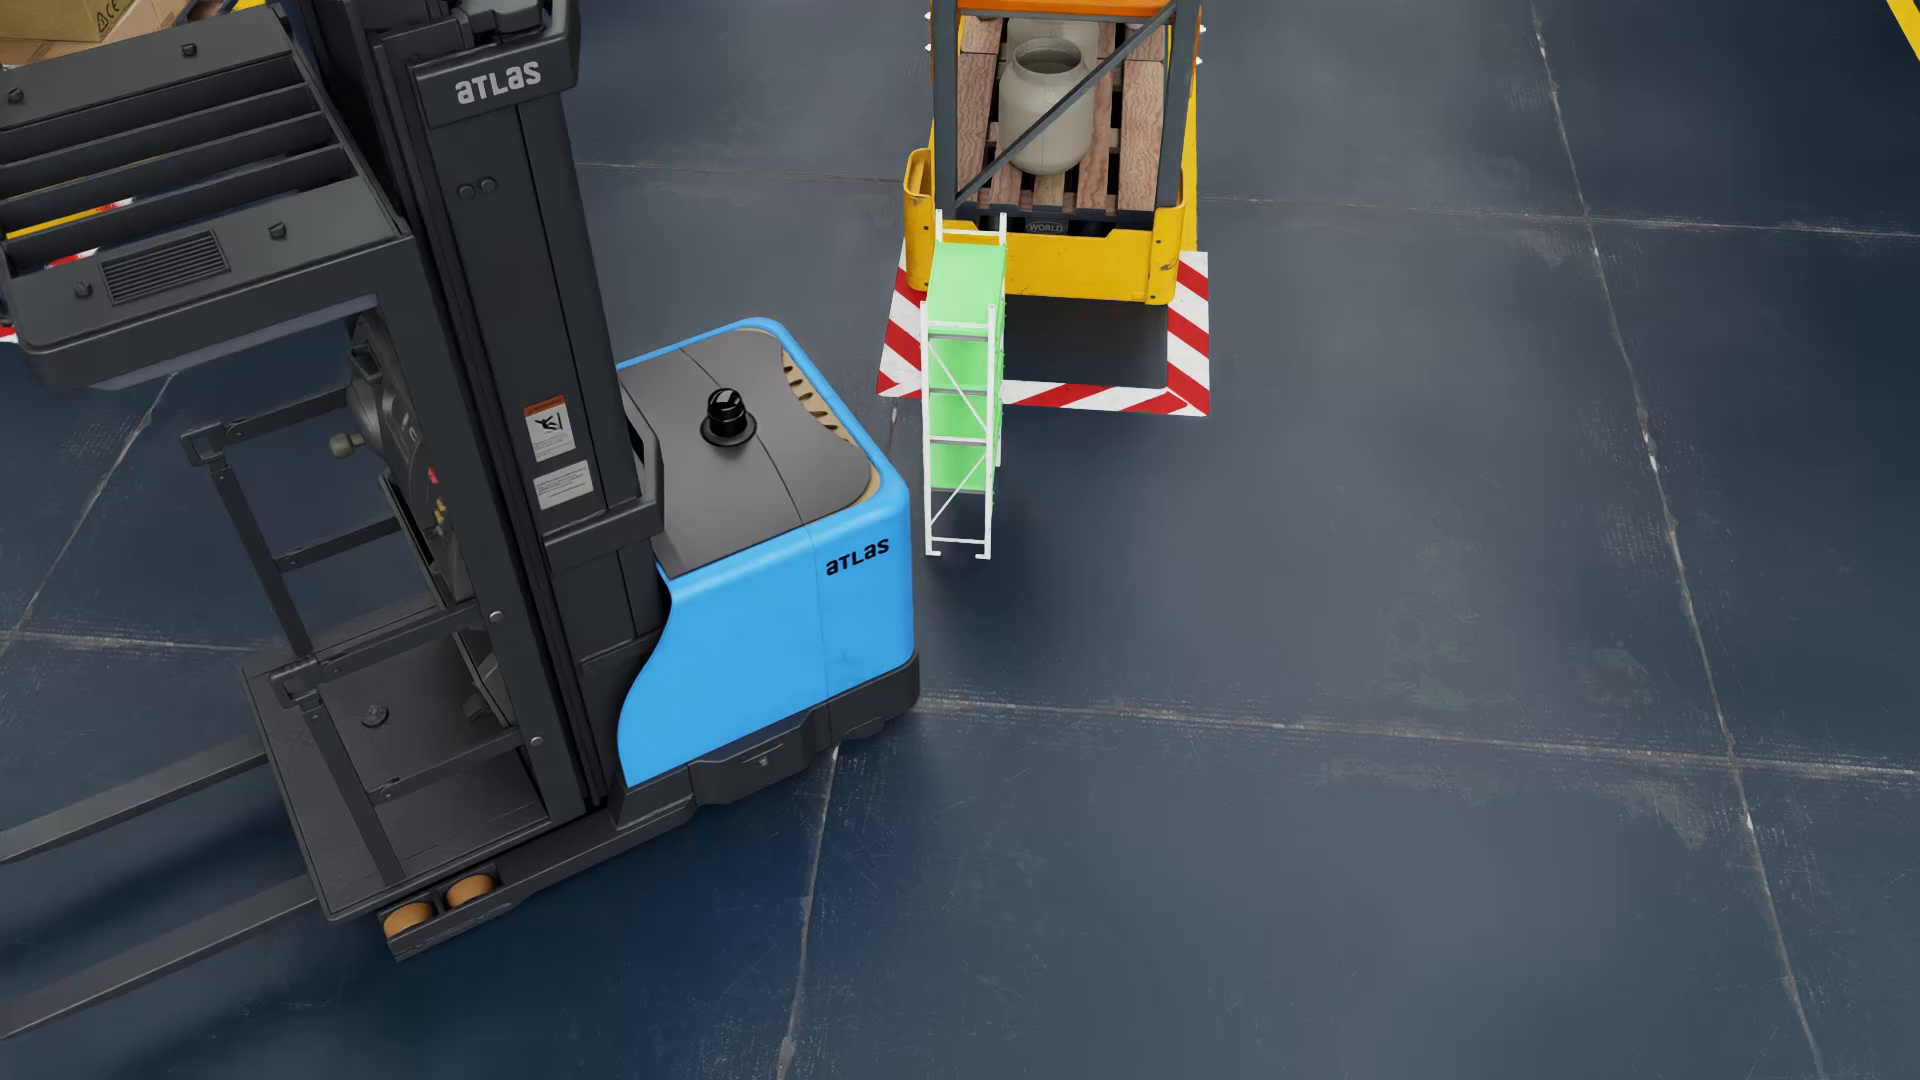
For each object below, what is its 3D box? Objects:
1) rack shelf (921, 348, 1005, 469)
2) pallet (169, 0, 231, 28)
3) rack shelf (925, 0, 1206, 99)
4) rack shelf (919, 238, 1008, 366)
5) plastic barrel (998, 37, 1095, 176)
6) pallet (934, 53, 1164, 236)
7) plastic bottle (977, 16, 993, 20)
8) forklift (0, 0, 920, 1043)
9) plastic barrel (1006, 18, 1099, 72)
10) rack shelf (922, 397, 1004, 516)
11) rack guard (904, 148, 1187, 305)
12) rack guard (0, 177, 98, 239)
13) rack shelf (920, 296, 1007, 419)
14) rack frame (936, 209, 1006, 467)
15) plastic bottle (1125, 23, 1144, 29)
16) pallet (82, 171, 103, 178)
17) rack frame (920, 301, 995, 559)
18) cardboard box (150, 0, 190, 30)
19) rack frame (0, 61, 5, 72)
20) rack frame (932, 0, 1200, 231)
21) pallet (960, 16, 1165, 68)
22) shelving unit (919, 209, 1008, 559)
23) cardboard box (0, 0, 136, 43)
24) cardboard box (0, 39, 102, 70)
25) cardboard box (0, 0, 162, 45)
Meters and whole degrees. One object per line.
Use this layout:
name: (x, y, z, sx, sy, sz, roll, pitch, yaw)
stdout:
rack shelf: (0.015, -0.483, 5.966, 0.258, 0.148, 0.480, 4, 48, 4)
pallet: (-4.393, -2.984, 8.836, 1.003, 0.211, 1.213, 4, 48, 4)
rack shelf: (0.580, -3.357, 7.775, 1.077, 0.370, 4.000, 4, 48, 4)
rack shelf: (0.015, -0.807, 5.611, 0.258, 0.148, 0.480, 4, 48, 4)
plastic barrel: (0.382, -1.921, 7.376, 0.421, 0.512, 0.421, 0, 48, 0)
pallet: (0.437, -1.845, 7.794, 1.003, 0.211, 1.213, 4, 48, 4)
plastic bottle: (0.129, -2.713, 8.297, 0.097, 0.201, 0.097, 0, 48, 0)
forklift: (-1.671, -0.173, 4.422, 3.031, 2.935, 1.130, -23, 52, -20)
plastic barrel: (0.427, -2.289, 7.713, 0.421, 0.512, 0.421, 0, 48, 0)
rack shelf: (0.015, -0.321, 6.143, 0.258, 0.148, 0.480, 4, 48, 4)
rack guard: (0.358, -1.346, 7.142, 1.175, 0.500, 0.348, 4, 48, 4)
rack guard: (-4.537, -1.605, 7.379, 1.175, 0.500, 0.348, 4, 48, 4)
rack shelf: (0.015, -0.645, 5.789, 0.258, 0.148, 0.480, 4, 48, 4)
rack frame: (0.037, -0.706, 6.083, 0.240, 1.200, 0.015, 4, 48, 4)
plastic bottle: (0.873, -2.669, 8.209, 0.097, 0.271, 0.097, 0, 48, 0)
pallet: (-4.507, -2.090, 8.018, 1.003, 0.211, 1.213, 4, 48, 4)
rack frame: (-0.007, -0.347, 5.755, 0.240, 1.200, 0.015, 4, 48, 4)
cardboard box: (-4.176, -2.794, 8.352, 0.500, 0.250, 0.500, 4, 48, 4)
rack frame: (-4.534, -2.466, 6.473, 1.000, 3.000, 0.127, 4, 48, 4)
rack frame: (0.398, -2.130, 6.166, 1.000, 3.000, 0.127, 4, 48, 4)
pallet: (0.551, -2.739, 8.612, 1.003, 0.211, 1.213, 4, 48, 4)
shelving unit: (0.015, -0.527, 5.919, 0.258, 1.200, 0.503, 4, 48, 4)
cardboard box: (-4.220, -2.680, 7.739, 0.500, 0.500, 0.500, 4, 48, 4)
cardboard box: (-4.264, -2.059, 7.679, 0.500, 0.250, 0.500, 4, 48, 4)
cardboard box: (-4.222, -2.427, 8.015, 0.500, 0.250, 0.500, 4, 48, 4)
